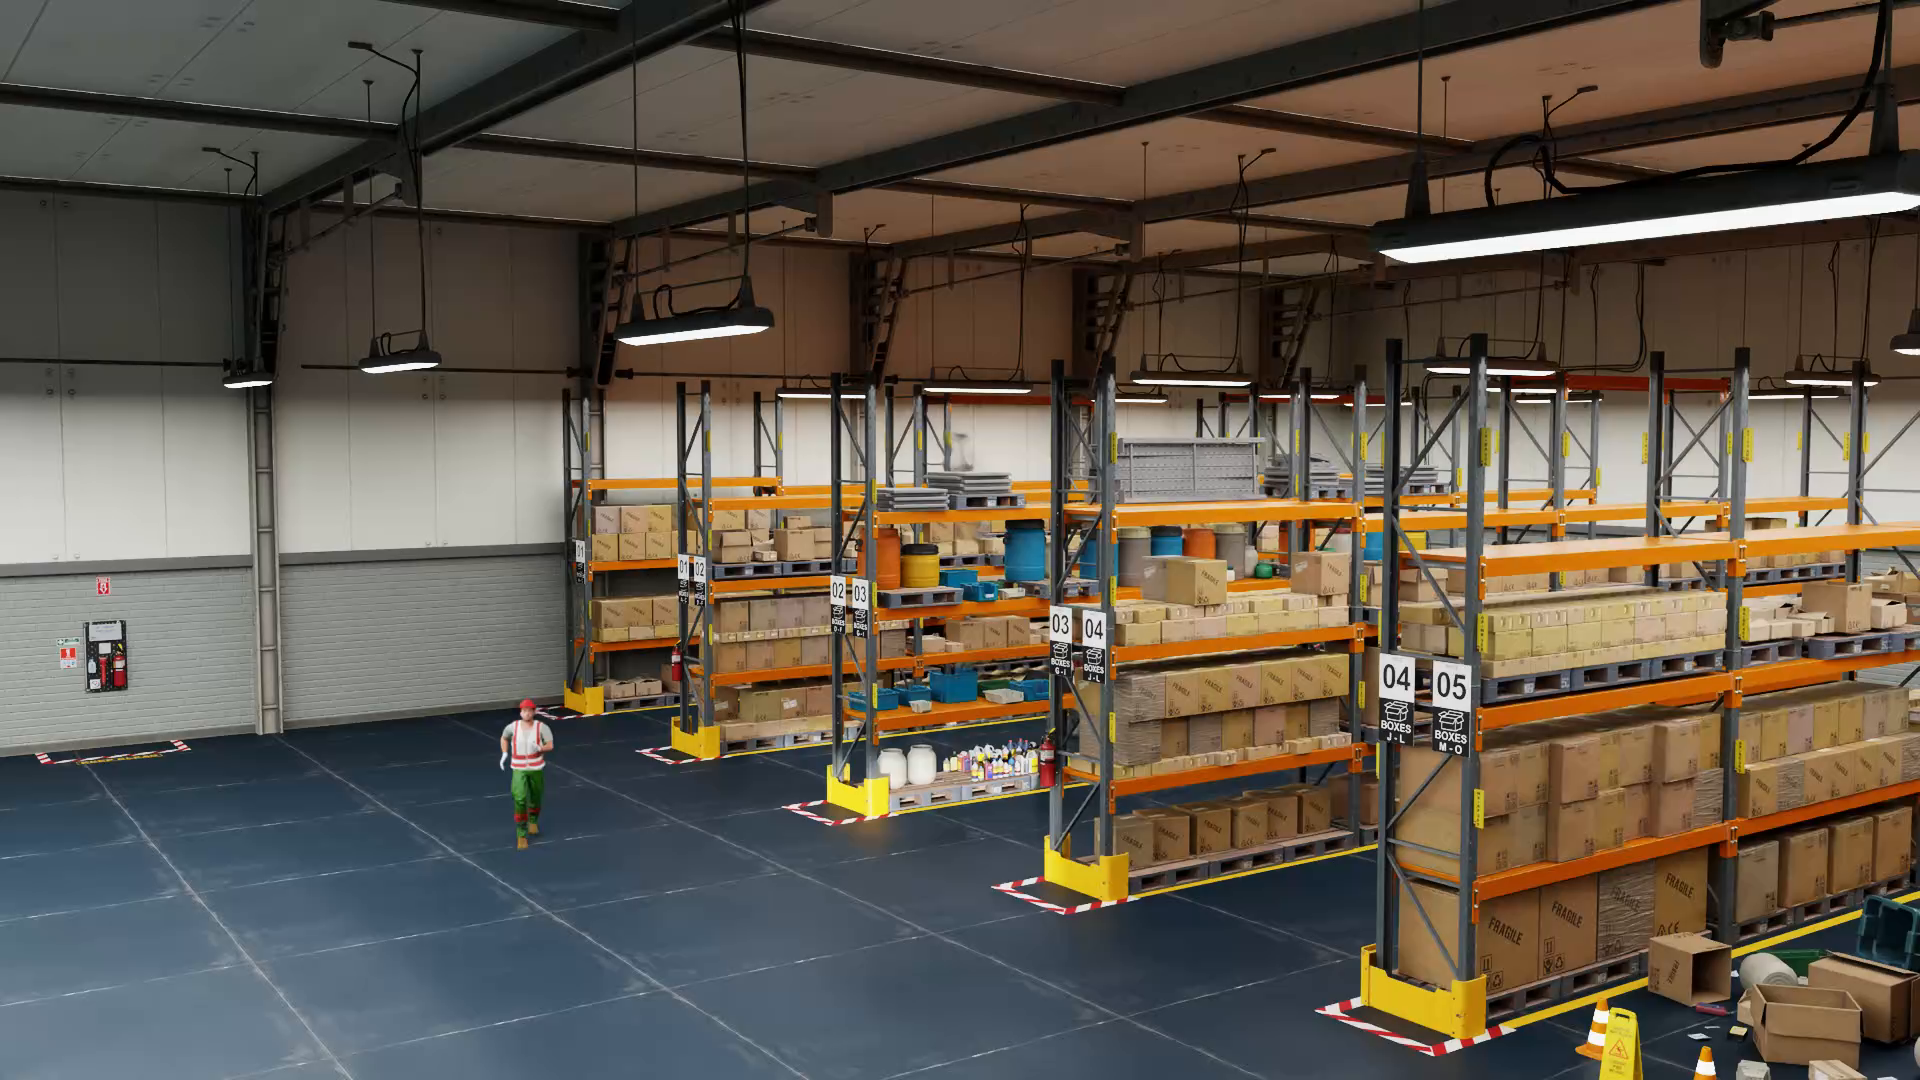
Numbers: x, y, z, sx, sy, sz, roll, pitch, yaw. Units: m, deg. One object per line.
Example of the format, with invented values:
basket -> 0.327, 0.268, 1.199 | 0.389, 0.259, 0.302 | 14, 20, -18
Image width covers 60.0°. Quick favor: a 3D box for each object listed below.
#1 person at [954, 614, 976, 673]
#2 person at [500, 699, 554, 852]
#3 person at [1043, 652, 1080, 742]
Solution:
person -> 0.104, 2.241, 32.585 | 0.509, 1.676, 0.596 | -3, 5, -41
person -> -5.440, 2.910, 20.912 | 0.652, 1.829, 0.872 | -1, 4, -17
person -> 1.732, 2.464, 28.008 | 0.687, 1.831, 0.790 | 3, 5, 42
